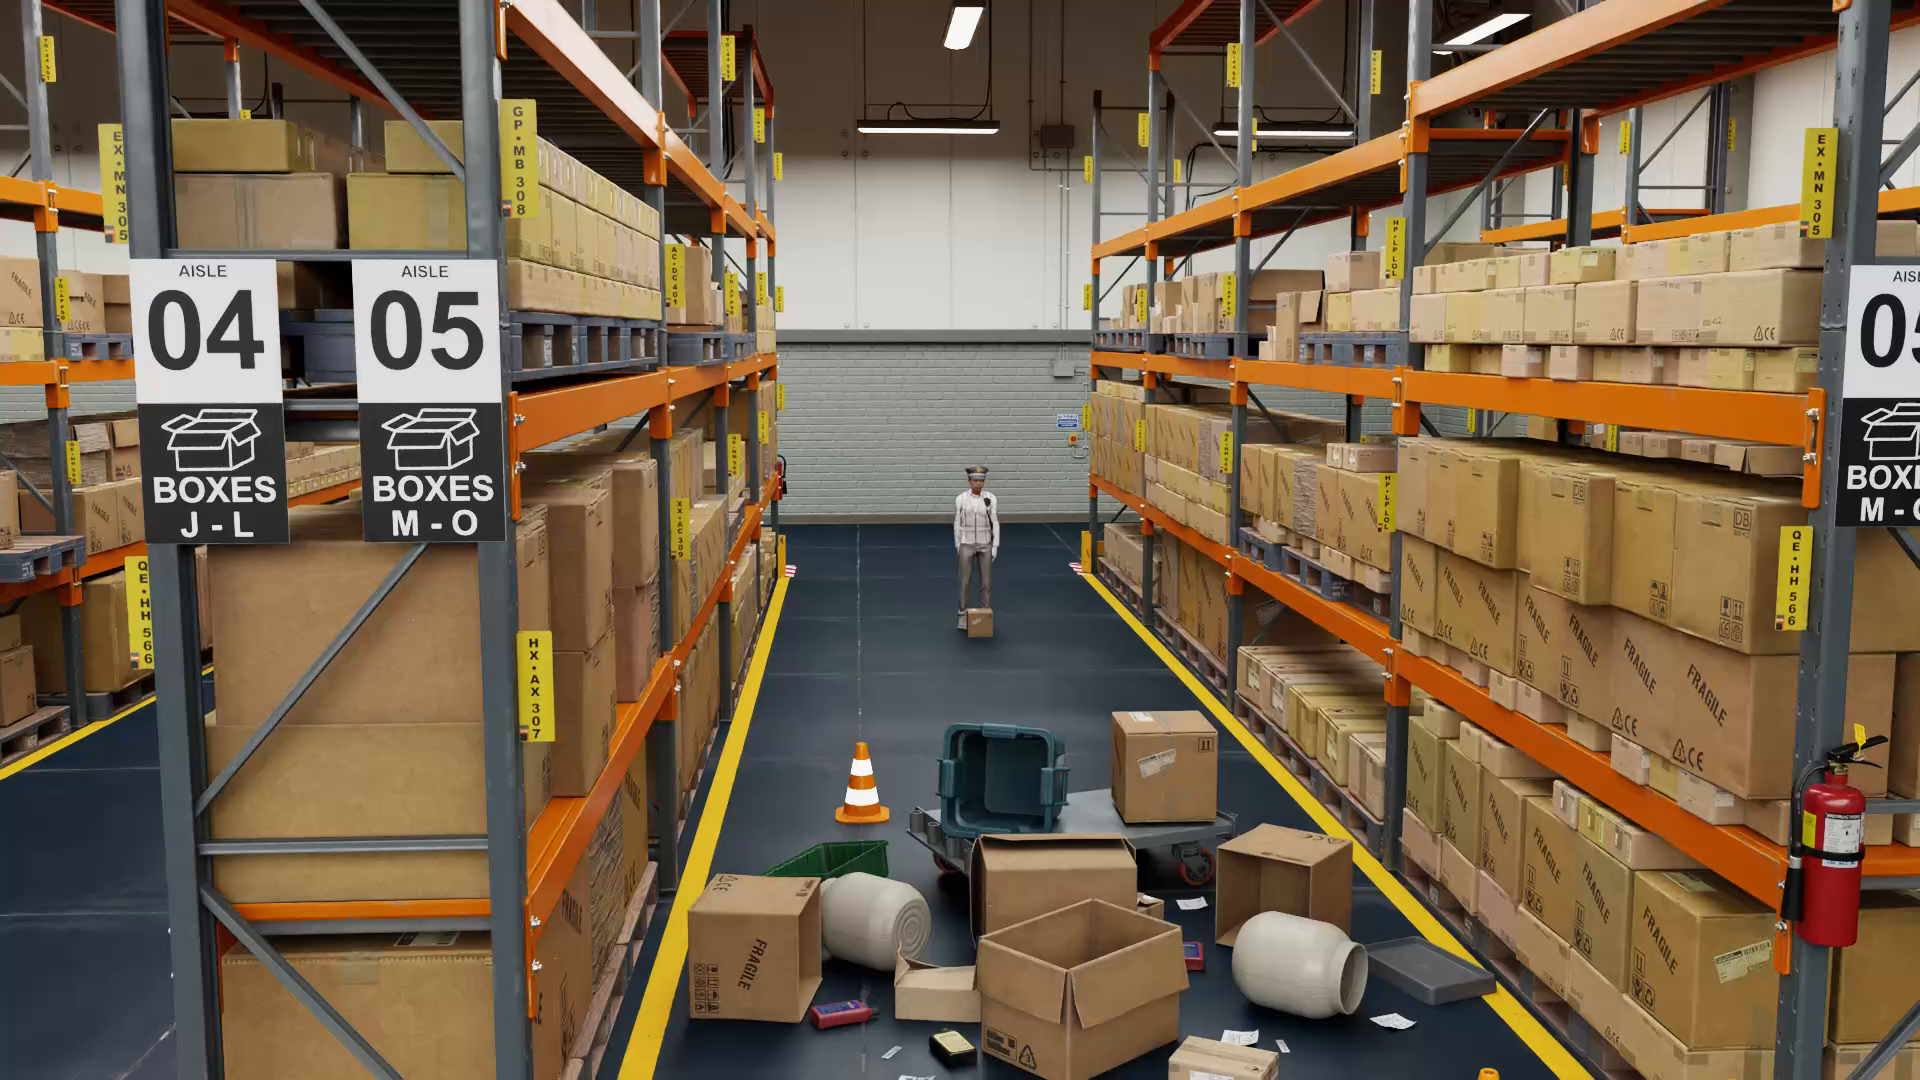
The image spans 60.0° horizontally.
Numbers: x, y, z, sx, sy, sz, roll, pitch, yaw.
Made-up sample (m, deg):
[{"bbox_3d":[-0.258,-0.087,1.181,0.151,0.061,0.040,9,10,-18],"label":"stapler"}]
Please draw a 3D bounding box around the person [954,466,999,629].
[{"bbox_3d":[0.174,0.072,17.116,0.467,1.679,0.341,0,7,-2],"label":"person"}]
